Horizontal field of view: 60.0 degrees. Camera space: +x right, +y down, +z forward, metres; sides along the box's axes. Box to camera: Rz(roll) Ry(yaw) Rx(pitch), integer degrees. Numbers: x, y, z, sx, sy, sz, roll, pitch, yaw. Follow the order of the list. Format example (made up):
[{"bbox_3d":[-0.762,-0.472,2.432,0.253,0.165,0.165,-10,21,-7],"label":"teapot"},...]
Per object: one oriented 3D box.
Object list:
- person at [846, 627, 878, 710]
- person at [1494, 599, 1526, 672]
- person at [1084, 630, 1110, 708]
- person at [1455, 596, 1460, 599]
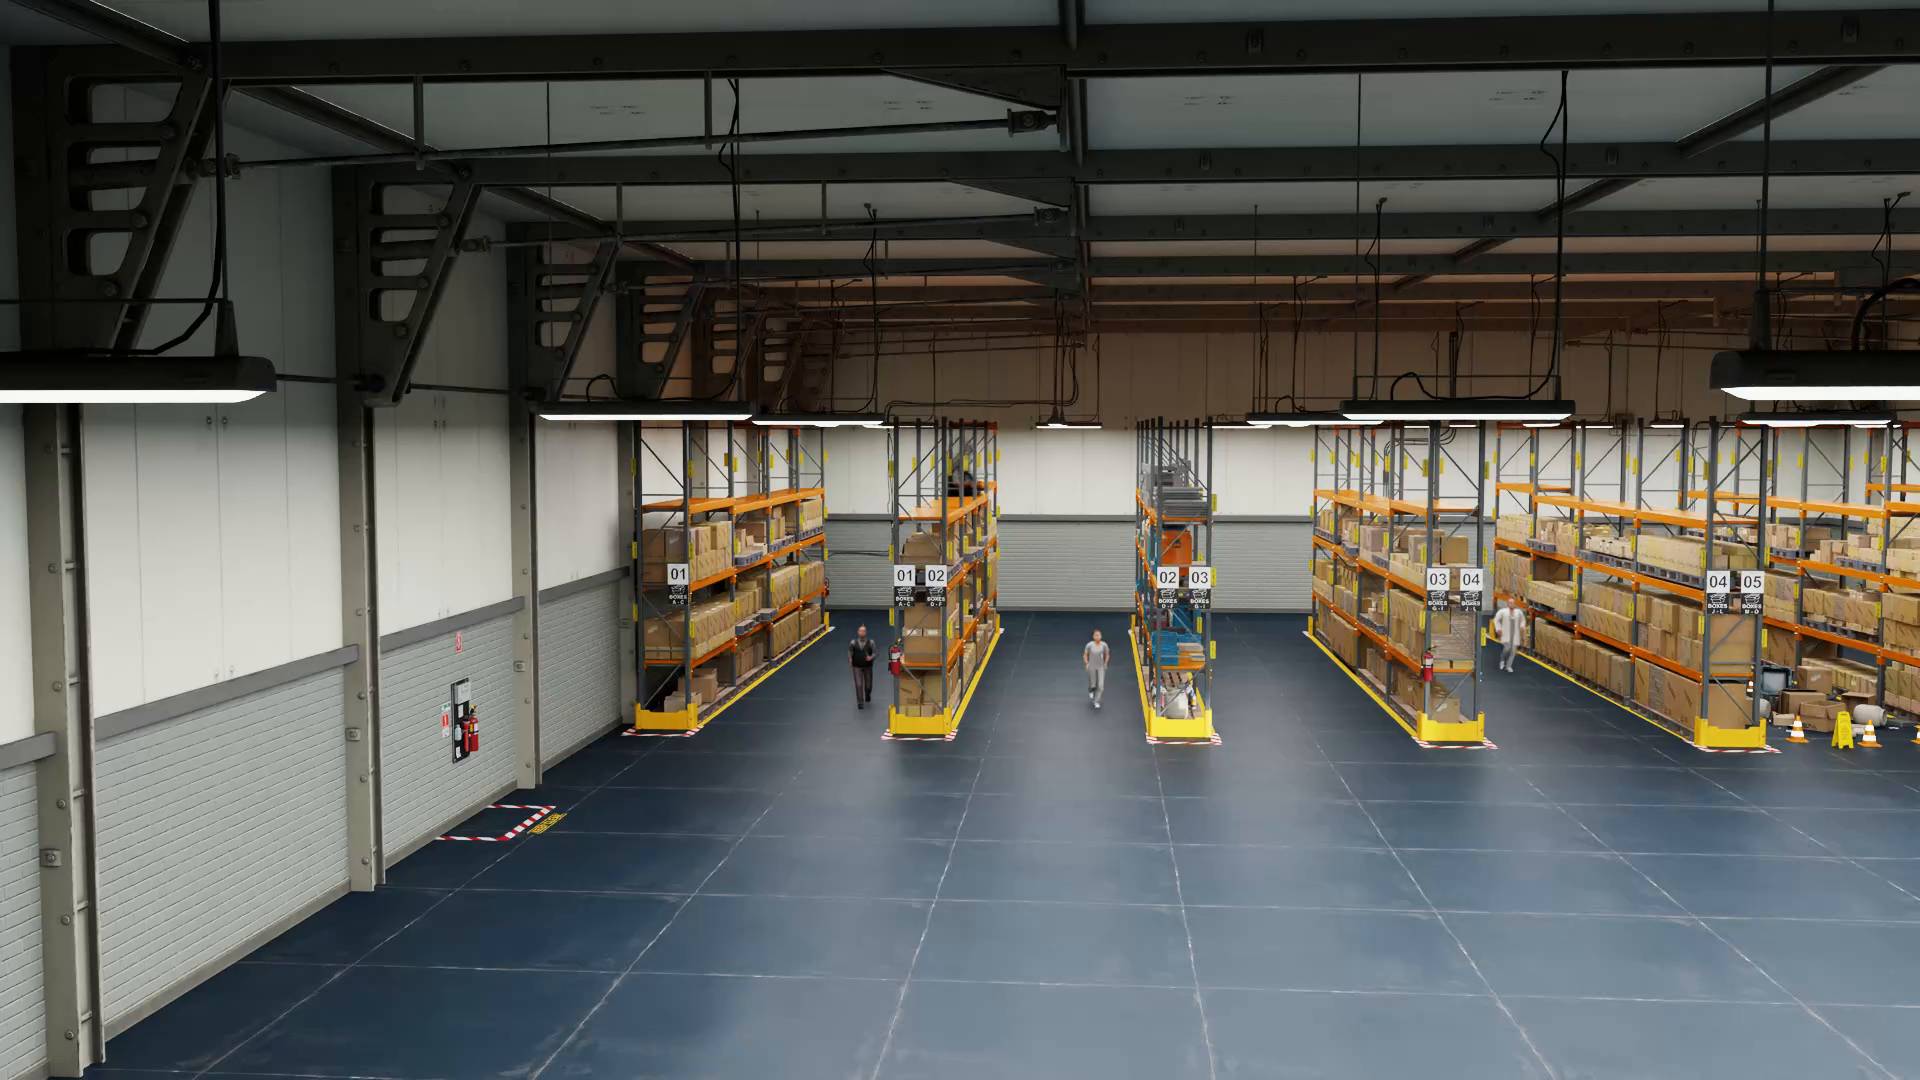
[{"bbox_3d":[-2.023,2.635,34.388,0.668,1.689,0.803,0,4,-2],"label":"person"},{"bbox_3d":[13.119,2.274,39.593,0.723,1.733,0.629,0,4,3],"label":"person"},{"bbox_3d":[2.844,2.658,34.632,0.550,1.621,0.622,0,4,-2],"label":"person"},{"bbox_3d":[13.504,1.940,45.087,0.580,1.757,0.743,1,4,10],"label":"person"}]
